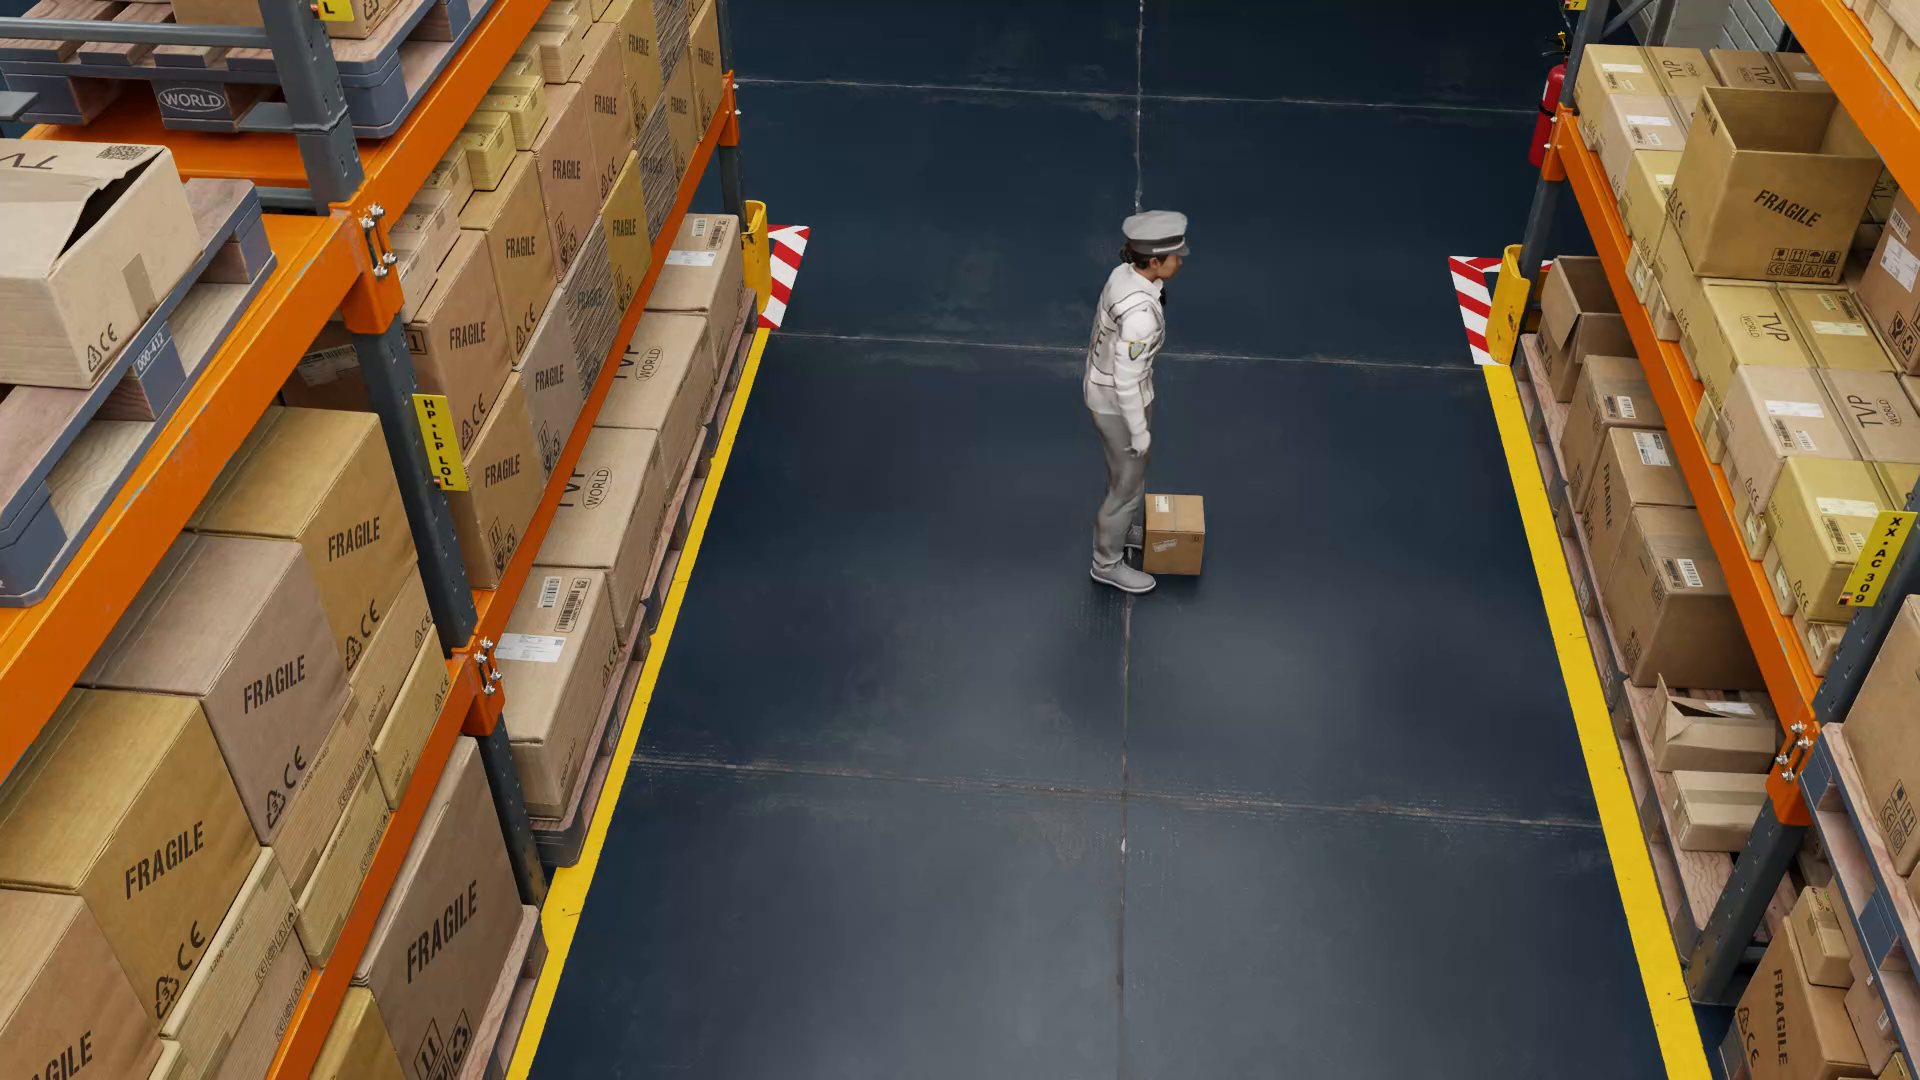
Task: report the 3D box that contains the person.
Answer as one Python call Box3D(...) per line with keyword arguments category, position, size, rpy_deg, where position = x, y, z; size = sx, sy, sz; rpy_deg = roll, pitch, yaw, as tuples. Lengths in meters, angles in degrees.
Box3D(category="person", position=(0.710, -0.573, 6.829), size=(0.405, 1.663, 0.536), rpy_deg=(2, 40, 3))
